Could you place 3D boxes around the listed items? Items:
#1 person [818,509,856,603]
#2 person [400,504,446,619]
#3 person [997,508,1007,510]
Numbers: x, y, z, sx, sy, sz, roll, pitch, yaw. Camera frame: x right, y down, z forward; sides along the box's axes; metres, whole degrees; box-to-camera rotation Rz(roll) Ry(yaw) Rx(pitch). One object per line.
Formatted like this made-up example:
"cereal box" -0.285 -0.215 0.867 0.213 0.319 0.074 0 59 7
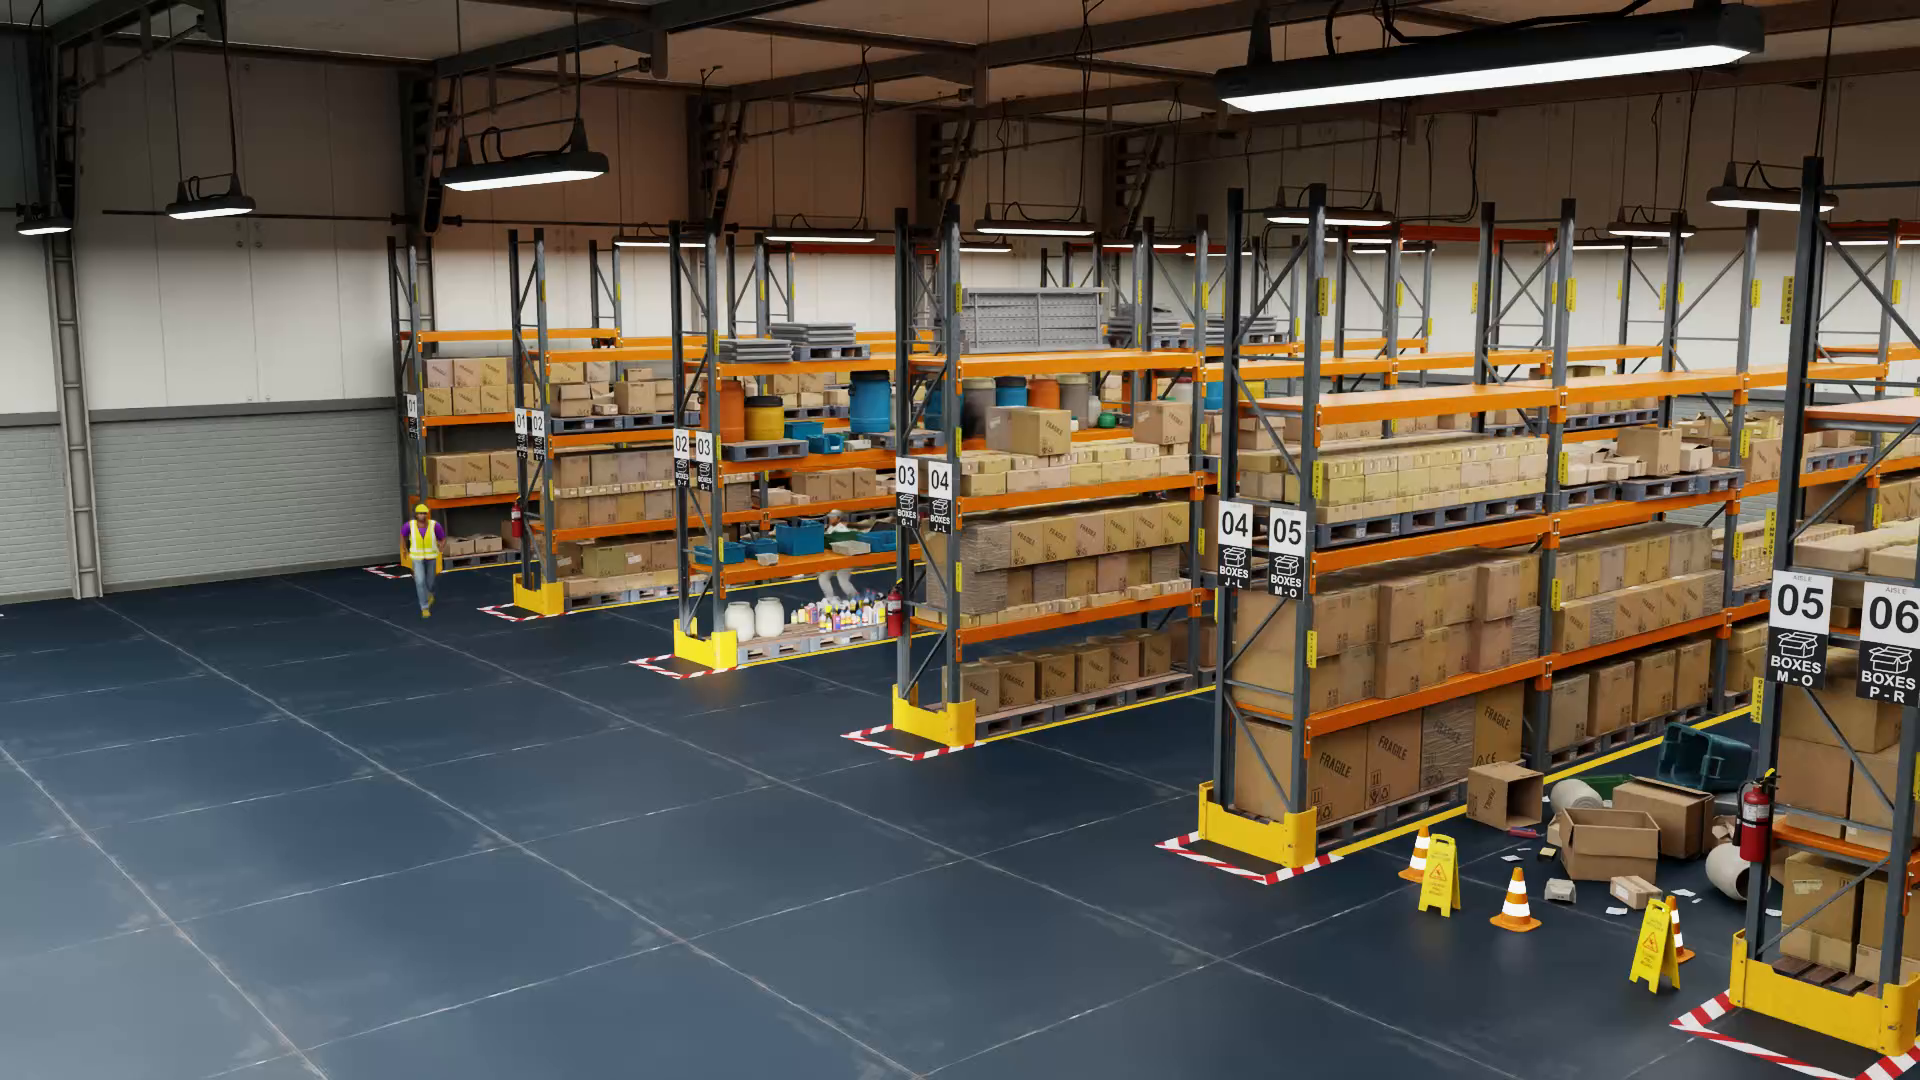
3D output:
"person" -1.914 0.360 26.140 0.725 1.715 0.606 -7 11 -40
"person" -8.436 0.291 26.167 0.678 1.762 0.963 -3 9 -20
"person" 0.589 -0.171 29.405 0.863 1.706 0.538 -8 12 -41
